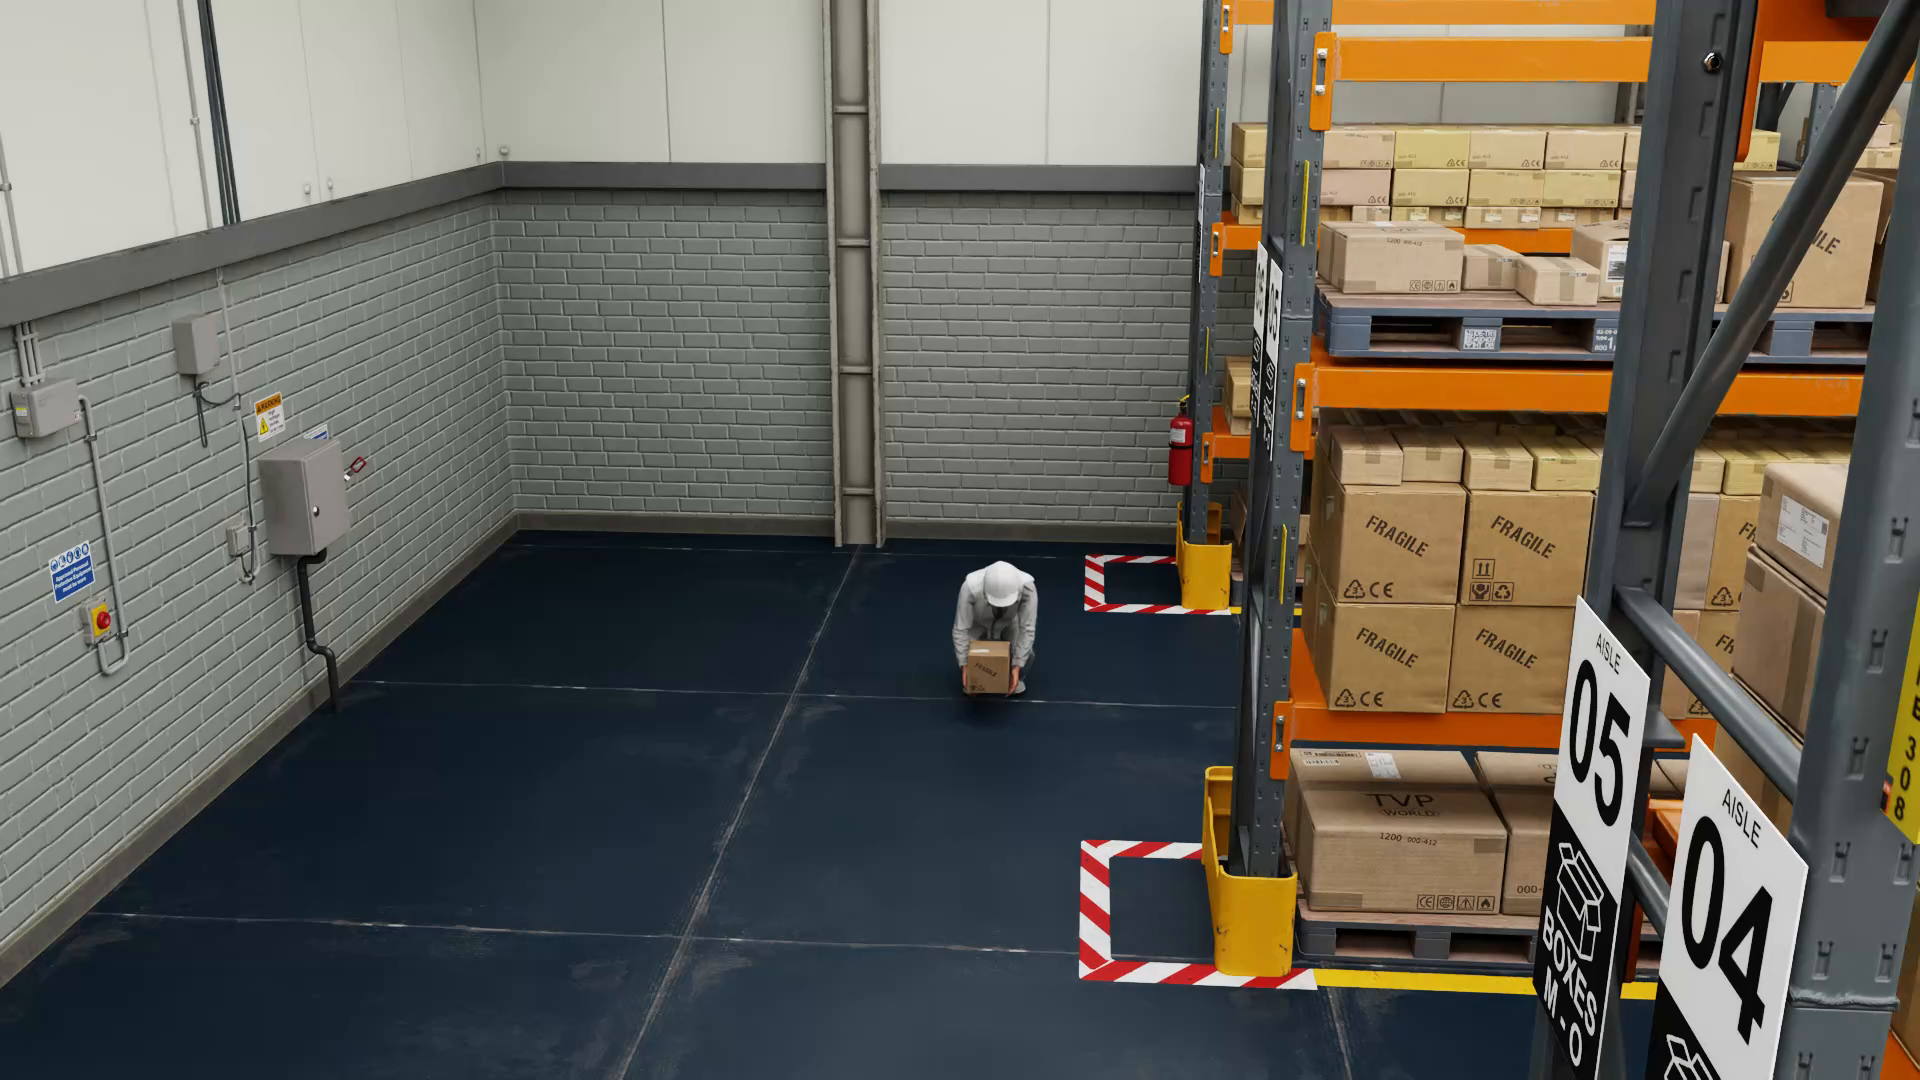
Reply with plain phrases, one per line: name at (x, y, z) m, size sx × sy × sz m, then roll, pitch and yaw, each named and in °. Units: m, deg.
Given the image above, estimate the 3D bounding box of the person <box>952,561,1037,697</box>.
person at (0.229, 0.525, 10.627) m, size 0.532 × 1.006 × 0.867 m, roll 1°, pitch 17°, yaw 4°
